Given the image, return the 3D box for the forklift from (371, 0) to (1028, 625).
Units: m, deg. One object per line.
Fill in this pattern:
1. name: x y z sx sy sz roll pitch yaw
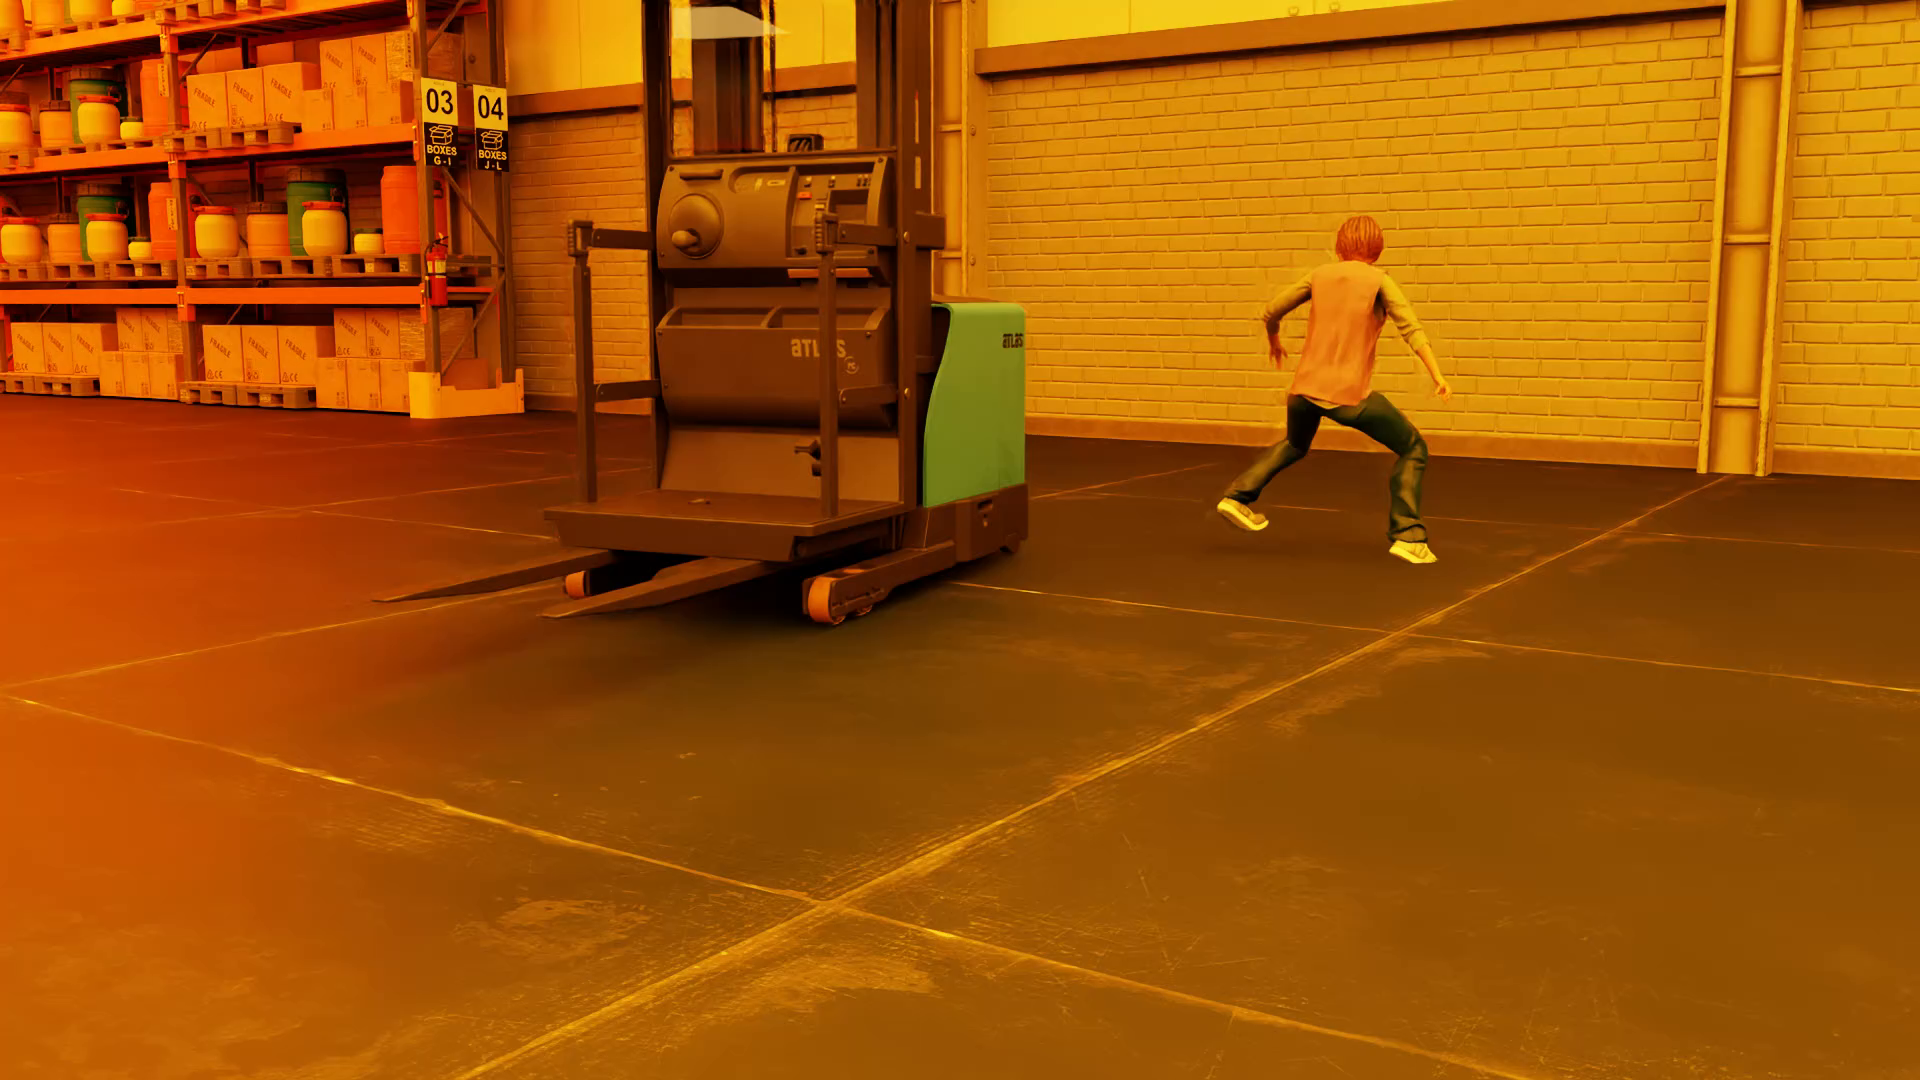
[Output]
1. forklift: -0.778 -1.234 5.868 1.130 2.935 3.031 4 9 24

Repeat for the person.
1. person: 1.646 -0.614 7.018 1.032 1.491 0.488 8 11 43
